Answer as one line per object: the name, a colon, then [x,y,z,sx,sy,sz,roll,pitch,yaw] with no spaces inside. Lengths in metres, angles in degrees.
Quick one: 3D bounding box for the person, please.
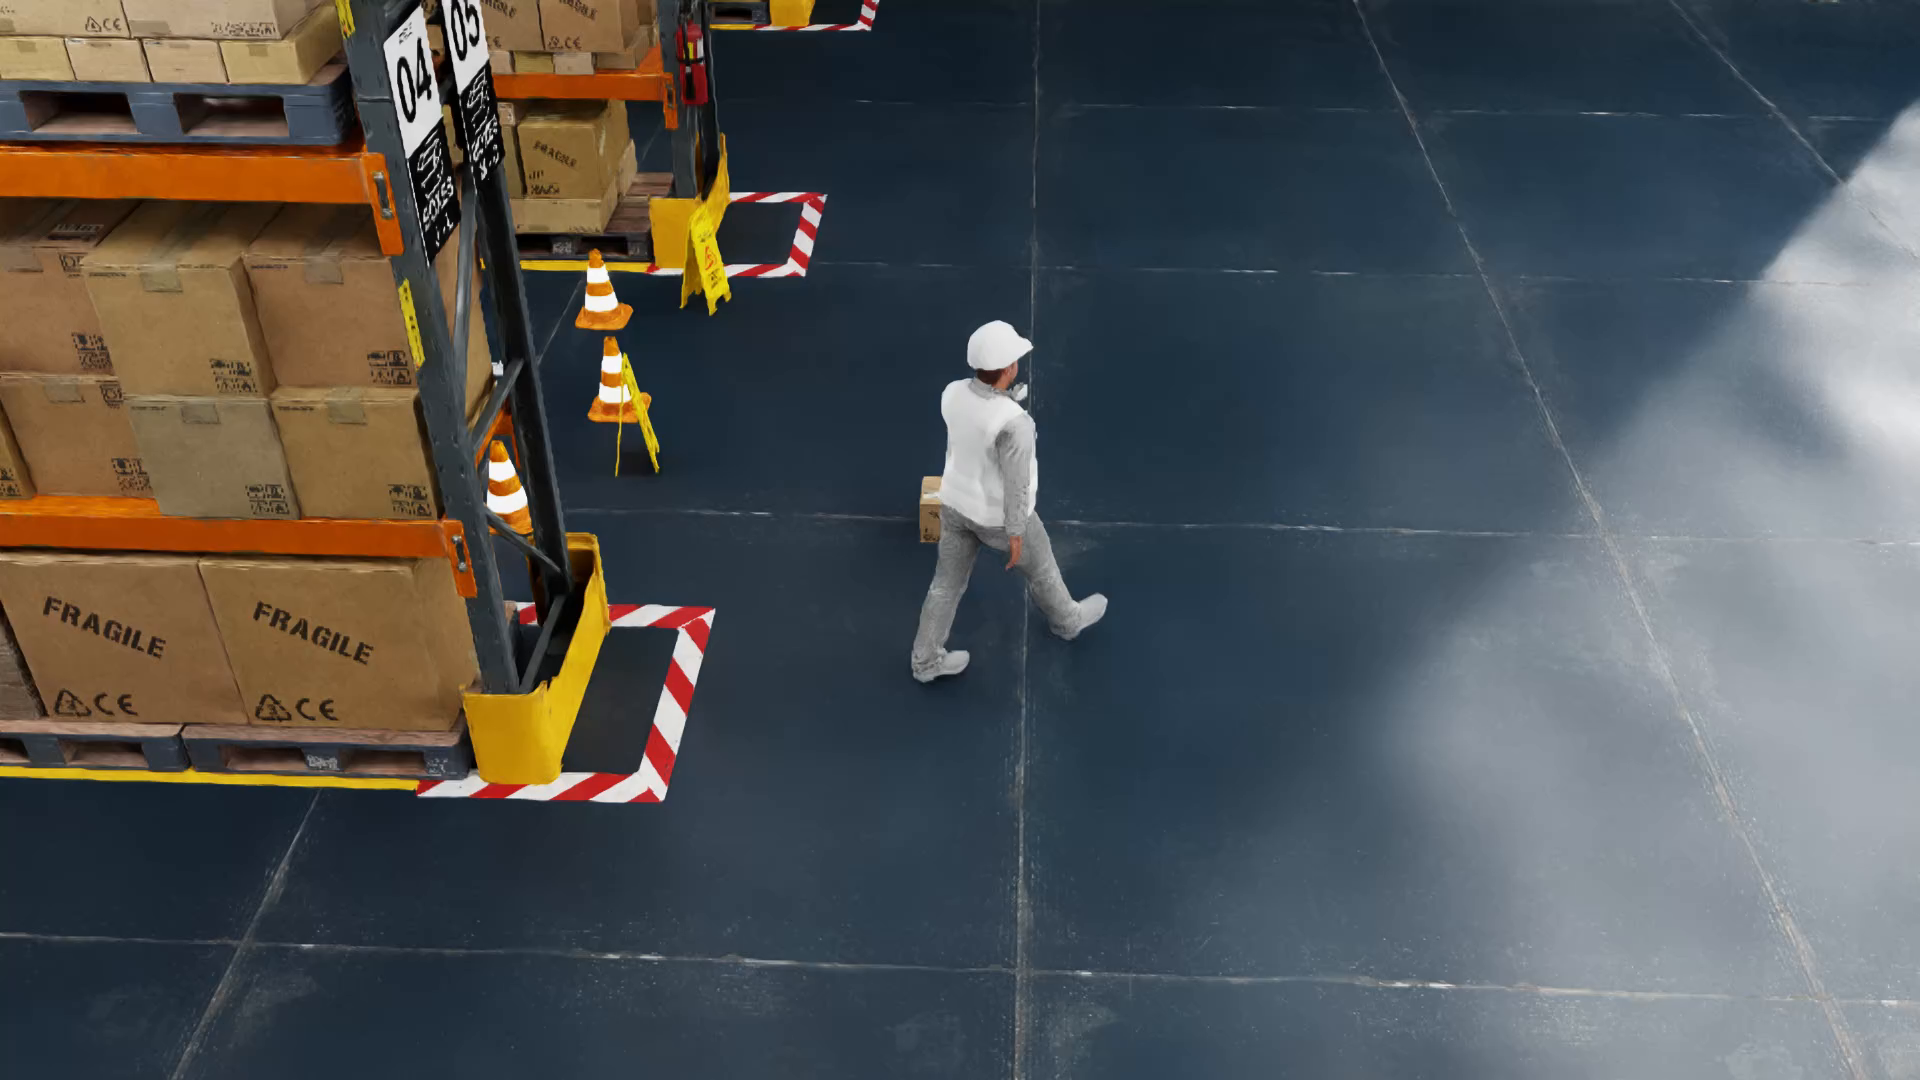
person: [0.198,-0.204,7.382,0.571,1.726,0.989,27,43,32]
